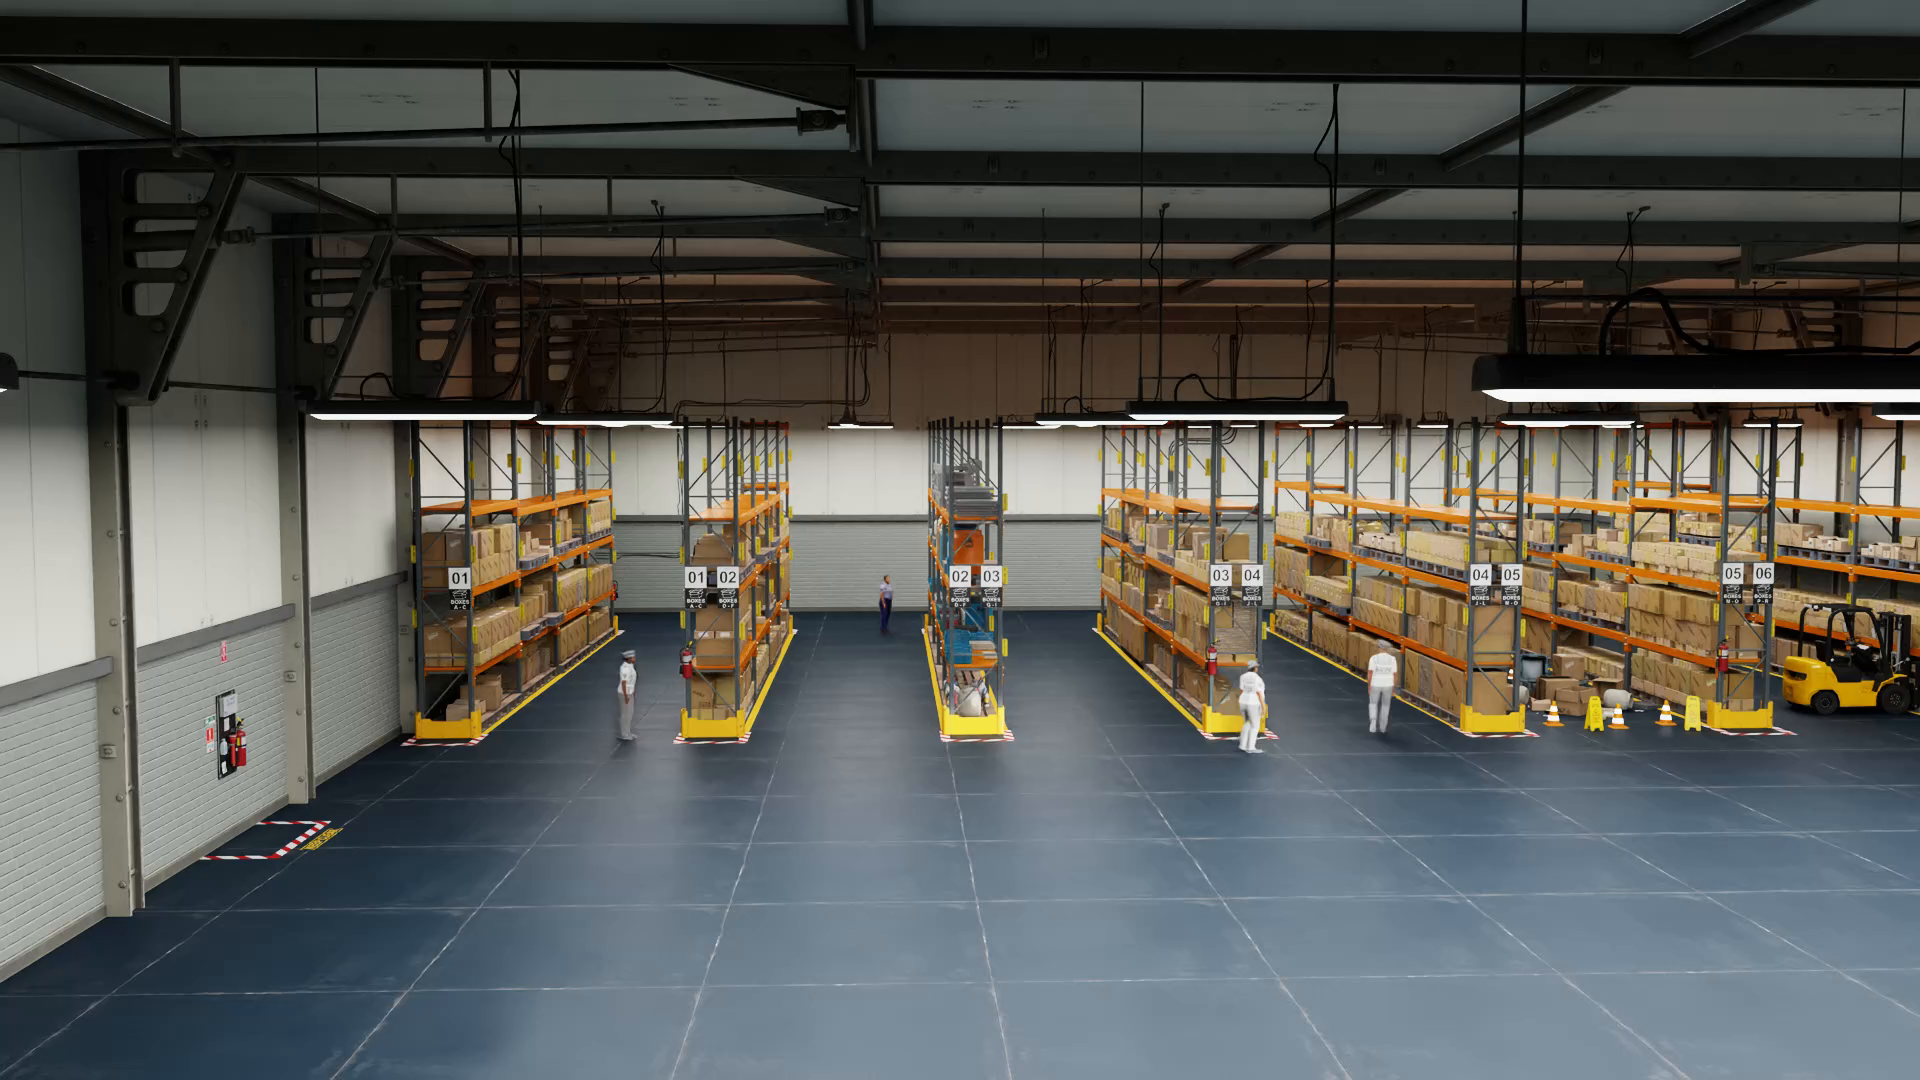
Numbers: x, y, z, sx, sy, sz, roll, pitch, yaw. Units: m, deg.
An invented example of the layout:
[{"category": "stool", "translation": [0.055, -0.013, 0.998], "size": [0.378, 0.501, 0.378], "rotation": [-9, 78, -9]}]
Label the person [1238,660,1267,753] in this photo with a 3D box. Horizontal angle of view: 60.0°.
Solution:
[{"category": "person", "translation": [5.210, 2.992, 29.659], "size": [0.397, 1.700, 0.599], "rotation": [-2, 4, -29]}]

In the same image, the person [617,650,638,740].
[{"category": "person", "translation": [-6.191, 2.871, 30.925], "size": [0.373, 1.678, 0.468], "rotation": [0, 4, 2]}]

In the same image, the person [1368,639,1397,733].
[{"category": "person", "translation": [7.999, 2.770, 31.478], "size": [0.528, 1.759, 0.512], "rotation": [1, 4, 22]}]

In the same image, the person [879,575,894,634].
[{"category": "person", "translation": [-2.084, 1.819, 47.263], "size": [0.365, 1.662, 0.497], "rotation": [2, 4, 22]}]
